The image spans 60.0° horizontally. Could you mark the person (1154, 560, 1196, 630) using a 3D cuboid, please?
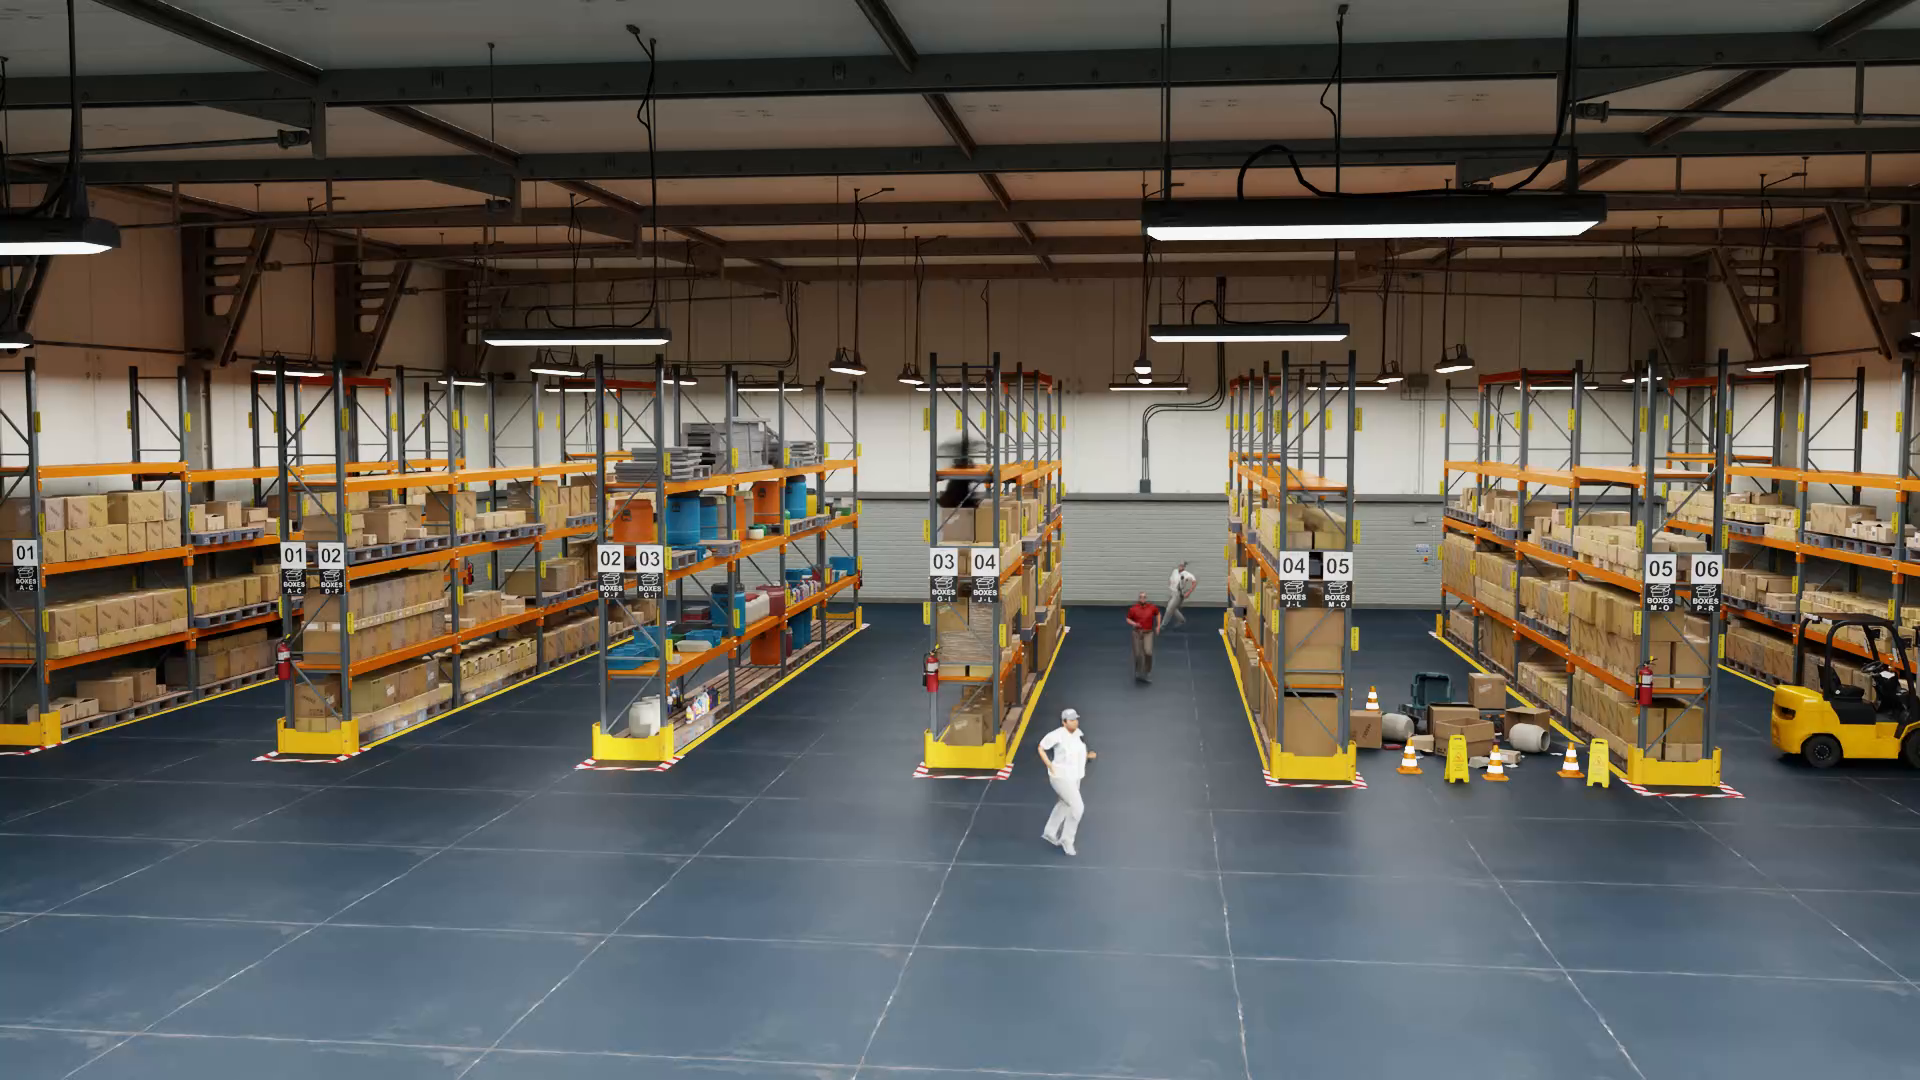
[{"bbox_3d":[5.190,1.324,39.956,0.880,1.722,0.675,-2,5,-27],"label":"person"}]

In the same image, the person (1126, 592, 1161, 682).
[{"bbox_3d":[3.551,1.897,32.155,0.680,1.800,0.752,0,4,3],"label":"person"}]

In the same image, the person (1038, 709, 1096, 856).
[{"bbox_3d":[1.267,2.822,19.438,0.717,1.729,0.572,3,5,40],"label":"person"}]
